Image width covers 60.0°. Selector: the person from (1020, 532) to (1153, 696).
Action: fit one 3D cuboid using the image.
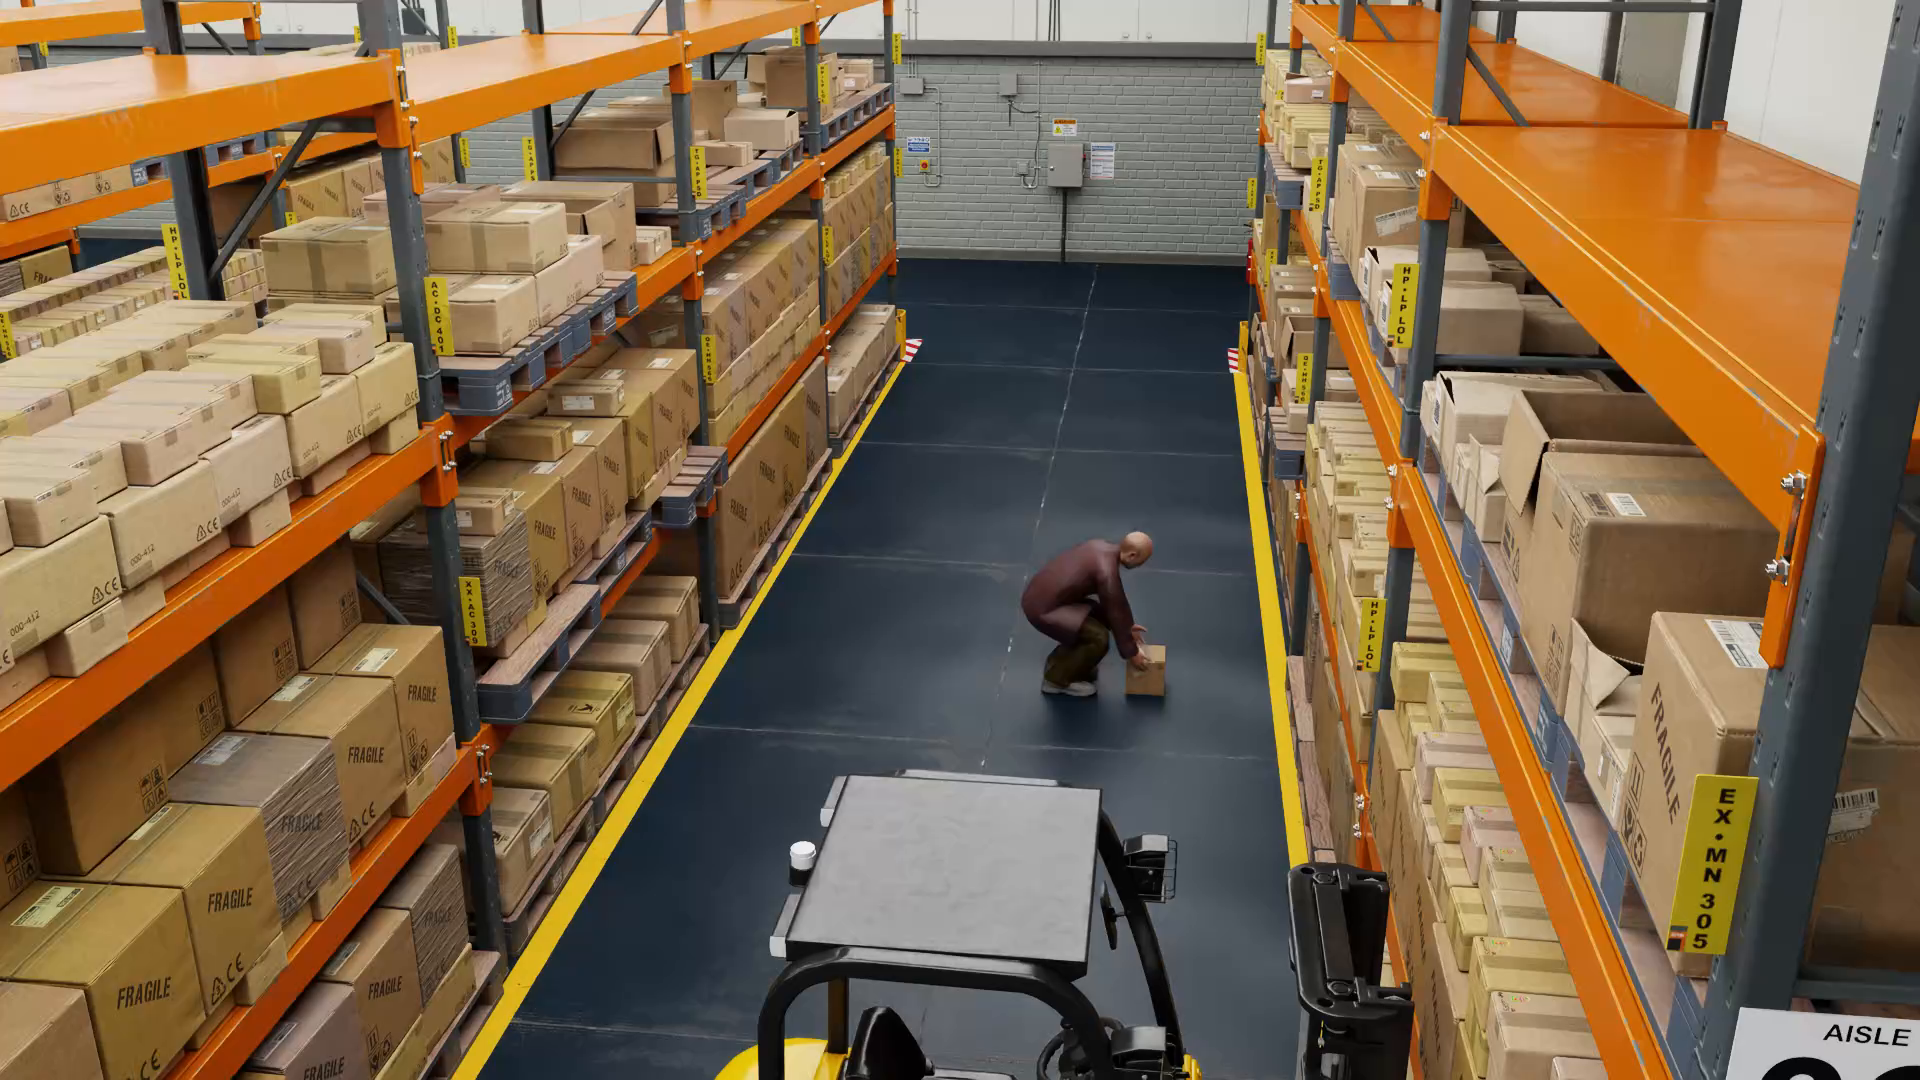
[{"bbox_3d":[0.835,0.454,10.902,0.875,1.073,0.615,2,21,6],"label":"person"}]
